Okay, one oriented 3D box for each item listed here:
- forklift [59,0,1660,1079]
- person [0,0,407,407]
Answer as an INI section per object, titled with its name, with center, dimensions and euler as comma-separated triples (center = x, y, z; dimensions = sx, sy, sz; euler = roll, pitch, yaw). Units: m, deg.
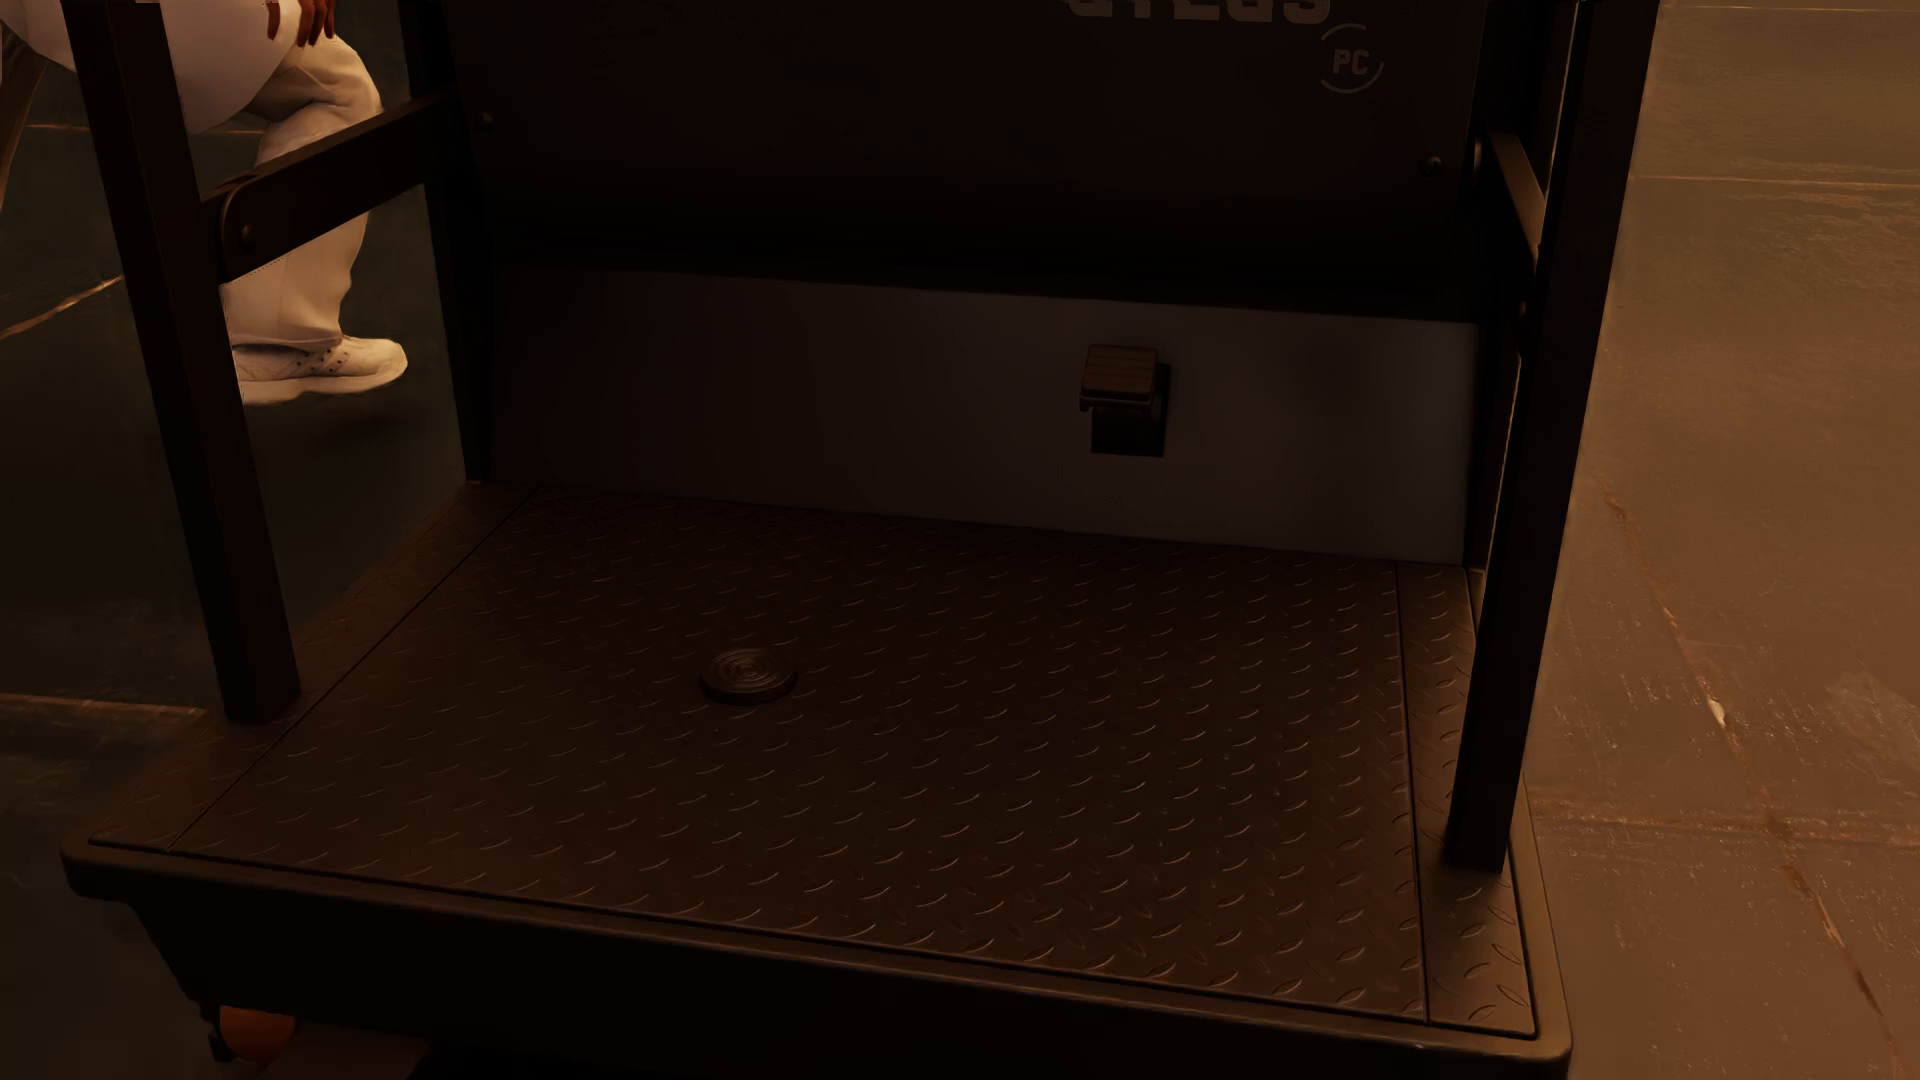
[forklift]
center = -0.052, -0.919, 1.059
dimensions = 1.130, 2.935, 3.031
euler = 5, 27, 10
[person]
center = -1.410, -0.908, 2.509
dimensions = 0.991, 1.654, 0.654
euler = 7, 27, 14
